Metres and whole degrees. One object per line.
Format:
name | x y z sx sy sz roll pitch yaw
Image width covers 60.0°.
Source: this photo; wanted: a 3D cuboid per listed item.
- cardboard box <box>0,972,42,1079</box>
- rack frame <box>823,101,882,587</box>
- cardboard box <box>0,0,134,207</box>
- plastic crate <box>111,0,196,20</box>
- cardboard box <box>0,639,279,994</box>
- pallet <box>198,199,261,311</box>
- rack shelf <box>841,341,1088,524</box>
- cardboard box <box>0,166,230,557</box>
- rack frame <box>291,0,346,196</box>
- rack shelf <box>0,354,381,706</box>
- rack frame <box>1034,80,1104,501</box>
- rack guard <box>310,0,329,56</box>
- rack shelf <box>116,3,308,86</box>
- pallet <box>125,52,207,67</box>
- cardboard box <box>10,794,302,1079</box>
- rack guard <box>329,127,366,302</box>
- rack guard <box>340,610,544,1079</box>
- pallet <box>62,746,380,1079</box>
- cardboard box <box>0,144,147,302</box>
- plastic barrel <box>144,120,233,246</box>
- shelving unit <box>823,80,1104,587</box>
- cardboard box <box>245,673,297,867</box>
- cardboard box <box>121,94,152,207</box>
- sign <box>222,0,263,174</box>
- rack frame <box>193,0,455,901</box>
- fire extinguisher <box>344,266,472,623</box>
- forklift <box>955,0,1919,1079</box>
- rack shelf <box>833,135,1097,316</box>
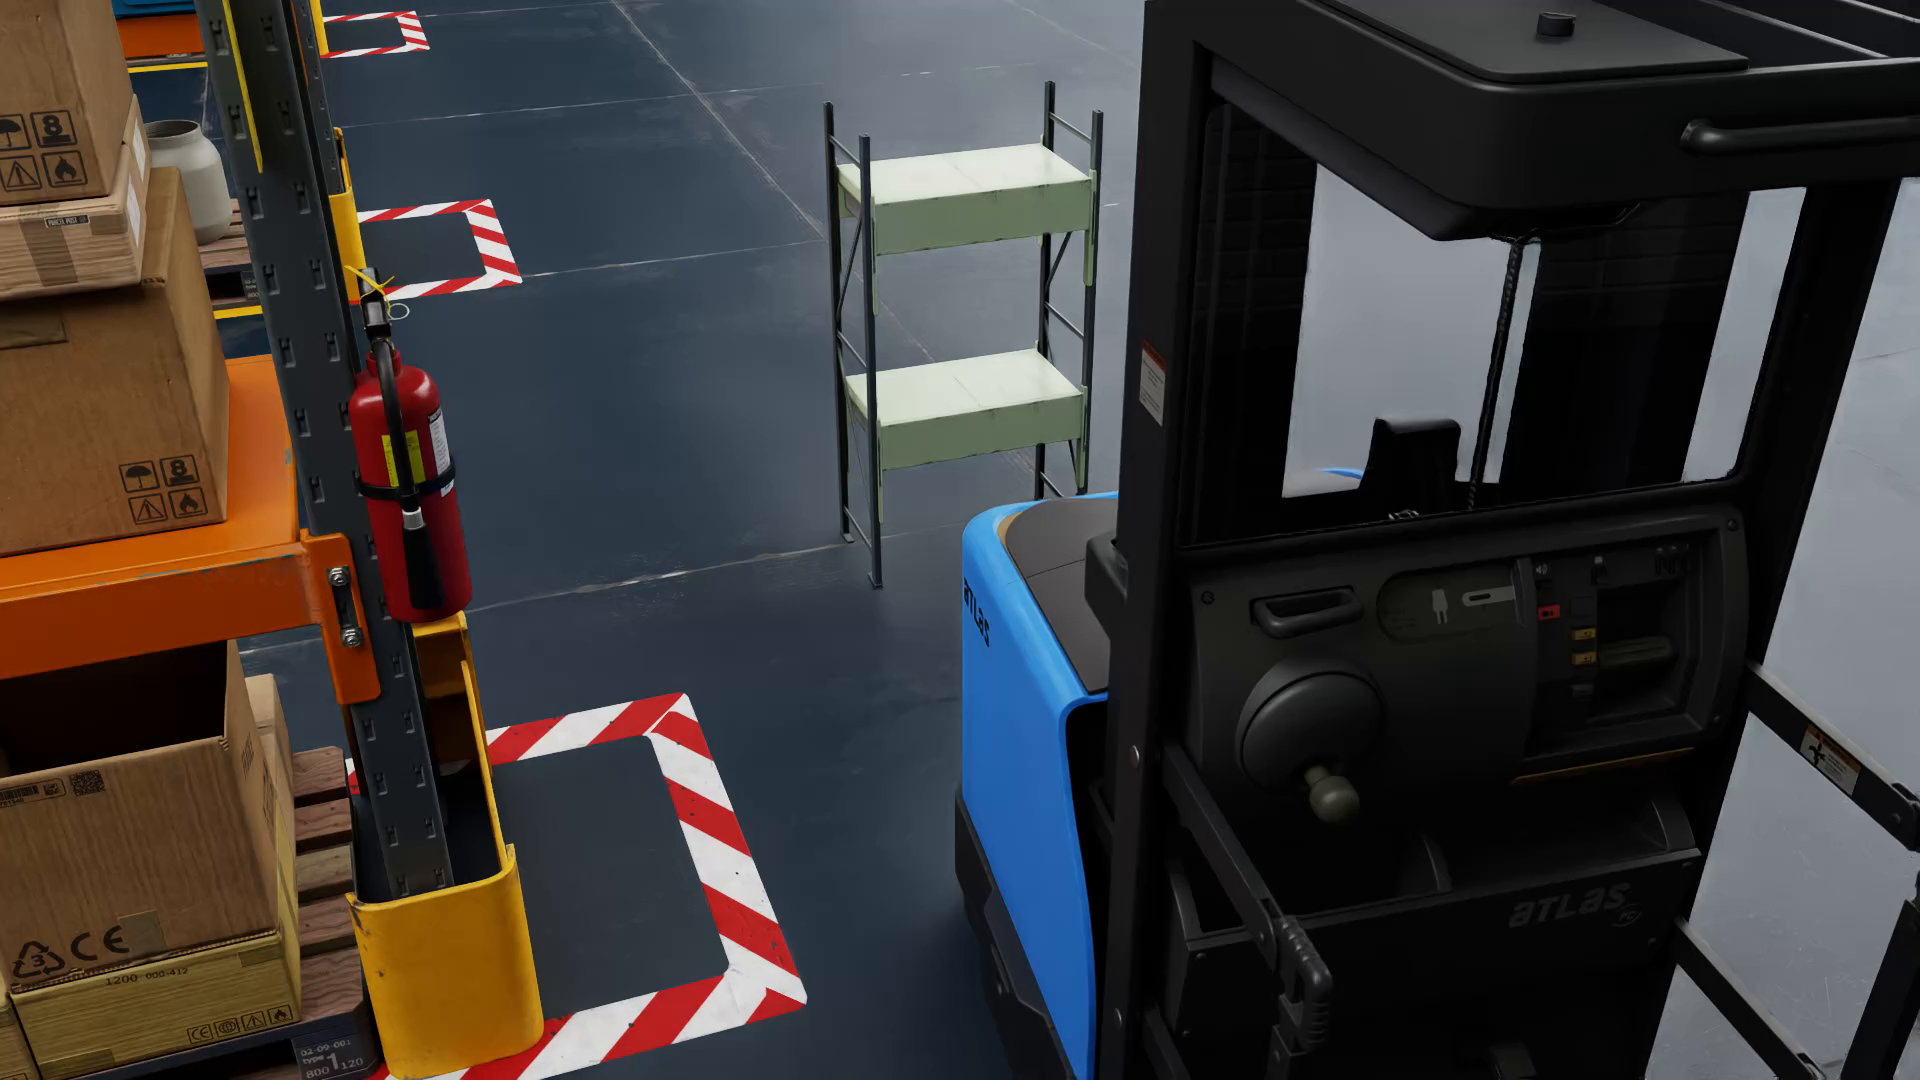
cardboard box | -2.180 0.934 3.433 0.500 0.250 0.500 -10 31 -18
rack frame | -0.337 -0.590 5.270 0.023 1.500 0.400 -10 31 -18
cardboard box | -1.807 -0.923 2.928 0.500 0.500 0.700 -10 31 -17
plastic crate | -3.404 -2.408 7.097 0.616 0.251 0.499 -10 31 -18
cardboard box | -1.715 0.518 3.407 0.500 0.500 0.500 -10 31 -18
pallet | -3.858 -1.314 7.843 1.213 0.211 1.003 -10 31 -18
rack shelf | 0.006 -0.370 5.542 0.720 0.370 0.431 -10 31 -18
cardboard box | -1.758 -0.368 3.265 0.500 0.500 0.700 -10 31 -18
rack frame | -3.040 -2.698 7.456 0.127 3.000 1.000 -10 31 -18
rack shelf | -3.190 0.258 2.993 4.000 0.370 1.077 -10 31 -18
rack frame | 0.349 -0.716 5.492 0.023 1.500 0.400 -10 31 -18
rack guard | -4.838 -3.897 12.085 0.348 0.500 1.175 -10 31 -18
rack shelf | -4.914 -2.040 7.028 4.000 0.370 1.077 -10 31 -18
pallet | -5.612 -3.648 11.939 1.213 0.211 1.003 -10 31 -18
cardboard box | -1.715 0.842 3.595 0.500 0.250 0.500 -10 31 -18
rack guard | -3.094 -1.577 8.013 0.348 0.500 1.175 -10 31 -18
rack guard | -1.293 0.682 4.047 0.348 0.500 1.175 -10 31 -18
pallet | -2.018 0.963 3.846 1.213 0.211 1.003 -10 31 -18
cardboard box | -1.607 -0.570 2.965 0.250 0.149 0.380 -11 31 -18
plastic barrel | -3.630 -1.651 7.706 0.421 0.512 0.421 0 30 0
shelving unit | 0.006 -0.653 5.381 0.755 1.500 0.431 -10 31 -18
cardboard box | -1.896 0.602 4.016 0.500 0.250 0.500 -10 31 -18
cardboard box | -1.759 -0.757 3.292 0.250 0.149 0.380 -11 31 -18
sign | -1.140 -0.751 2.630 0.005 0.325 0.100 -10 31 -18
rack frame | -1.316 -0.400 3.421 0.127 3.000 1.000 -10 31 -18
fire extinguisher | -1.043 -0.171 3.098 0.183 0.674 0.296 -10 31 -18
forklift | 0.849 0.235 2.376 1.130 2.935 3.031 -7 30 -12
rack shelf | 0.006 -0.992 5.188 0.720 0.370 0.431 -10 31 -18
